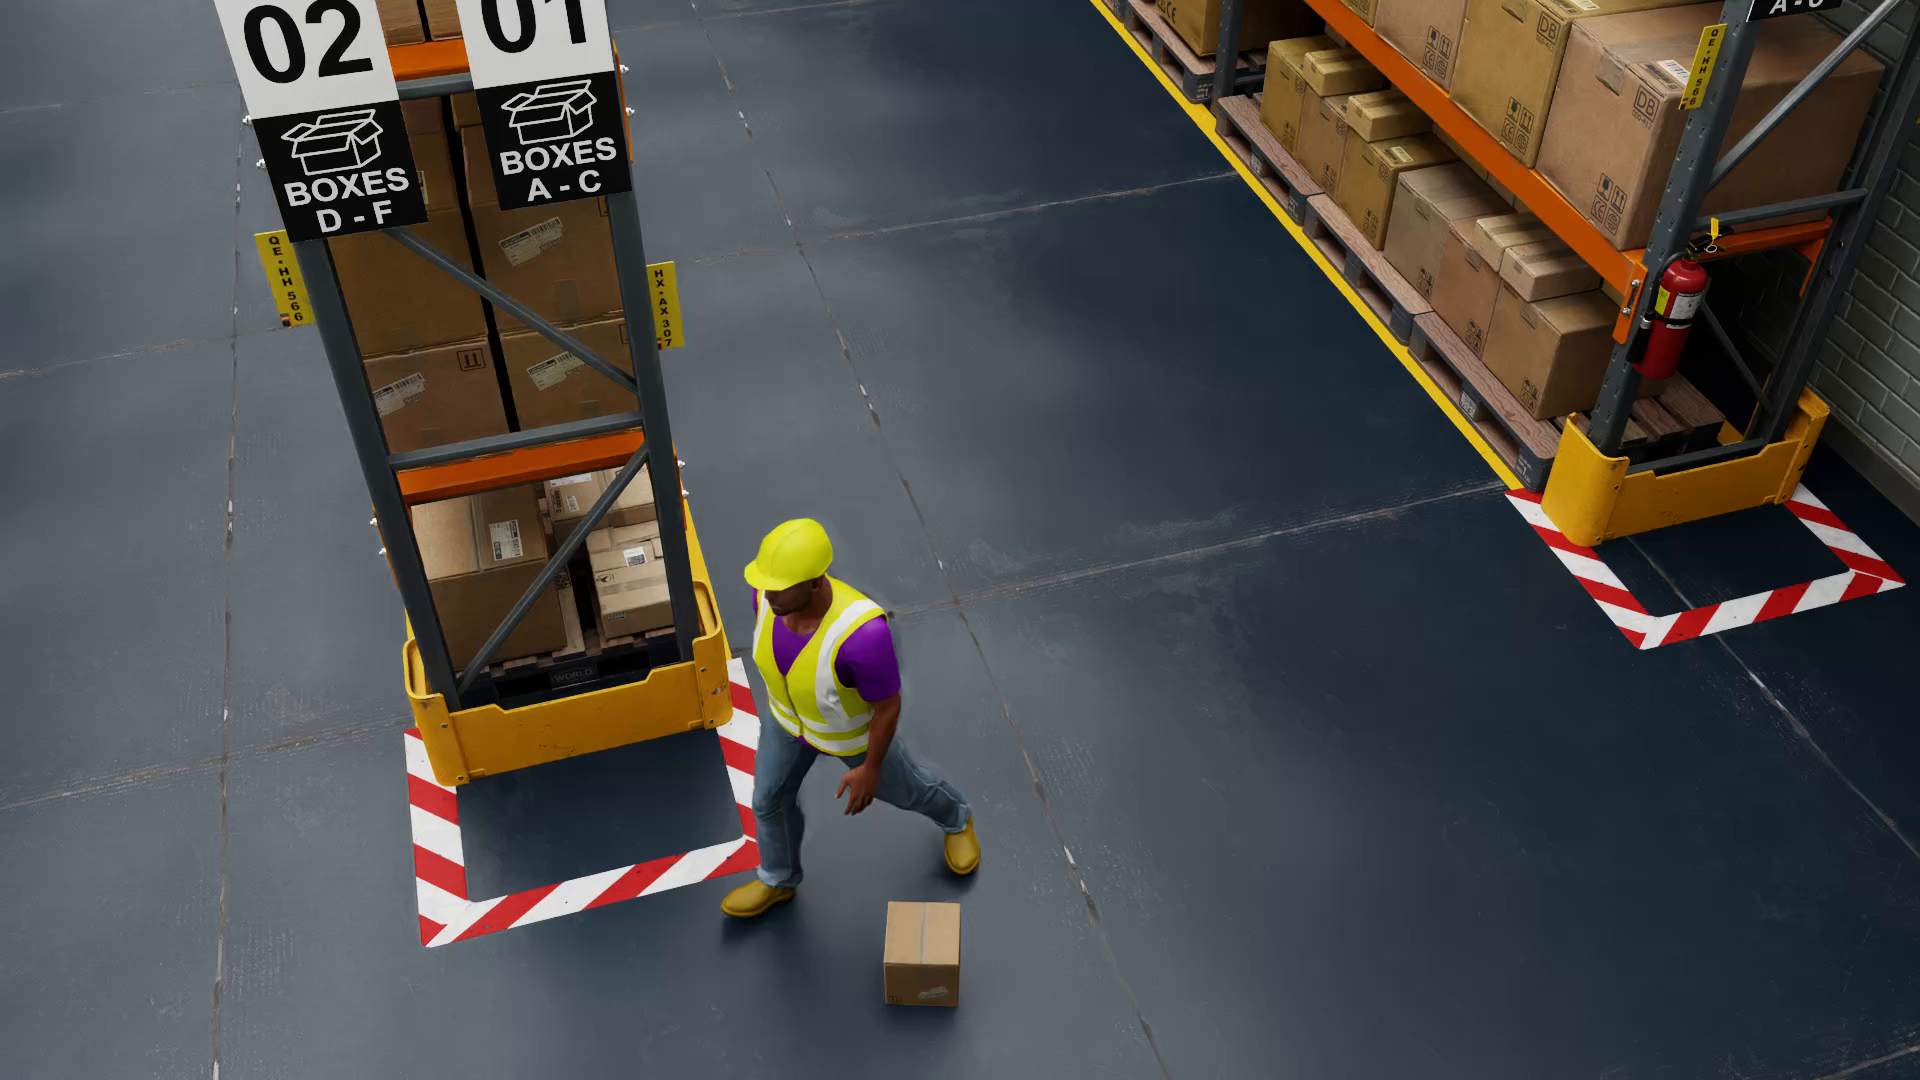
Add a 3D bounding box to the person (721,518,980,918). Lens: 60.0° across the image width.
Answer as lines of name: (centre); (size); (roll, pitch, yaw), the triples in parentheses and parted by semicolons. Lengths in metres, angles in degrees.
person: (-0.362, 0.604, 5.499); (0.701, 1.742, 0.862); (23, 47, 24)
